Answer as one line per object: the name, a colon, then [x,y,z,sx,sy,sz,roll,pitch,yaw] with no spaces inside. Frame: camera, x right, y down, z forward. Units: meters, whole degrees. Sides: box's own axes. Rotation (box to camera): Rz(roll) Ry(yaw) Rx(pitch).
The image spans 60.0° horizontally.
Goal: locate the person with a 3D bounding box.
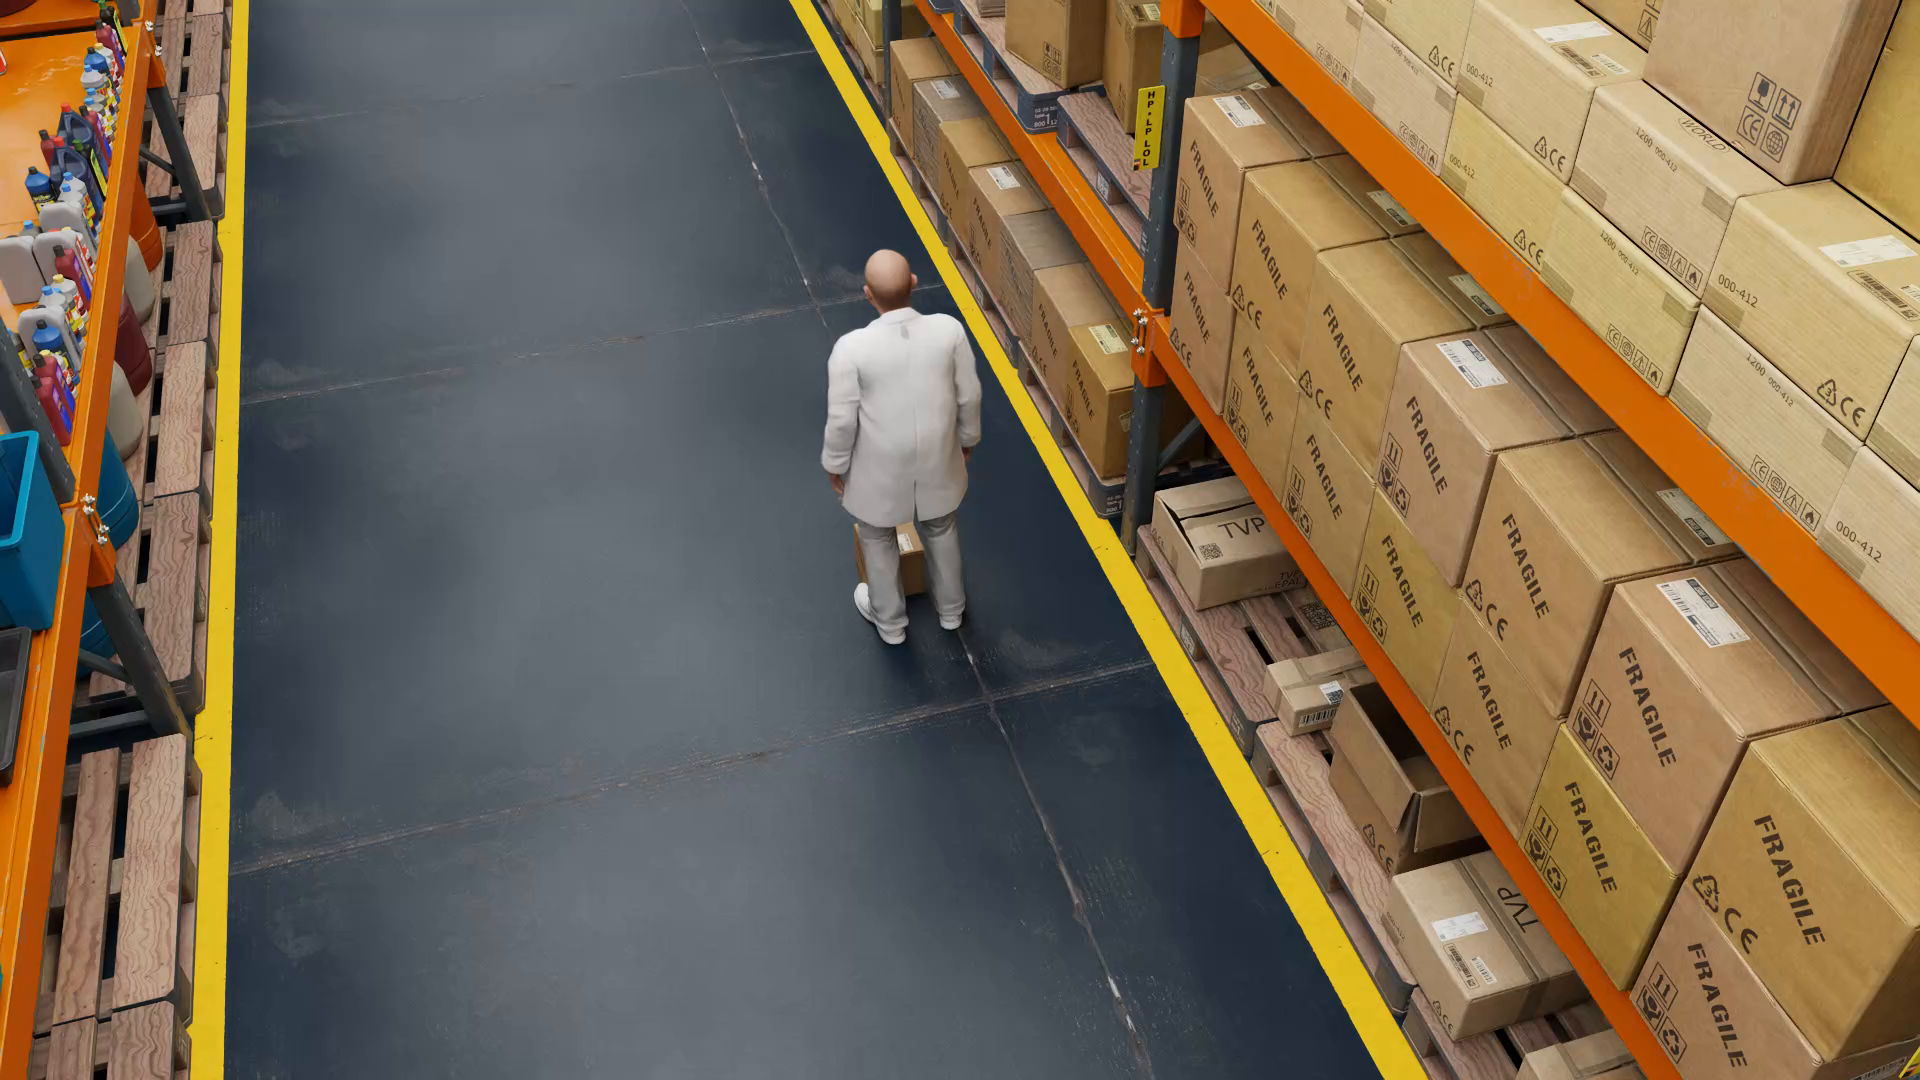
person: [-0.224,-0.338,6.551,0.647,1.774,0.418,-12,43,-13]
